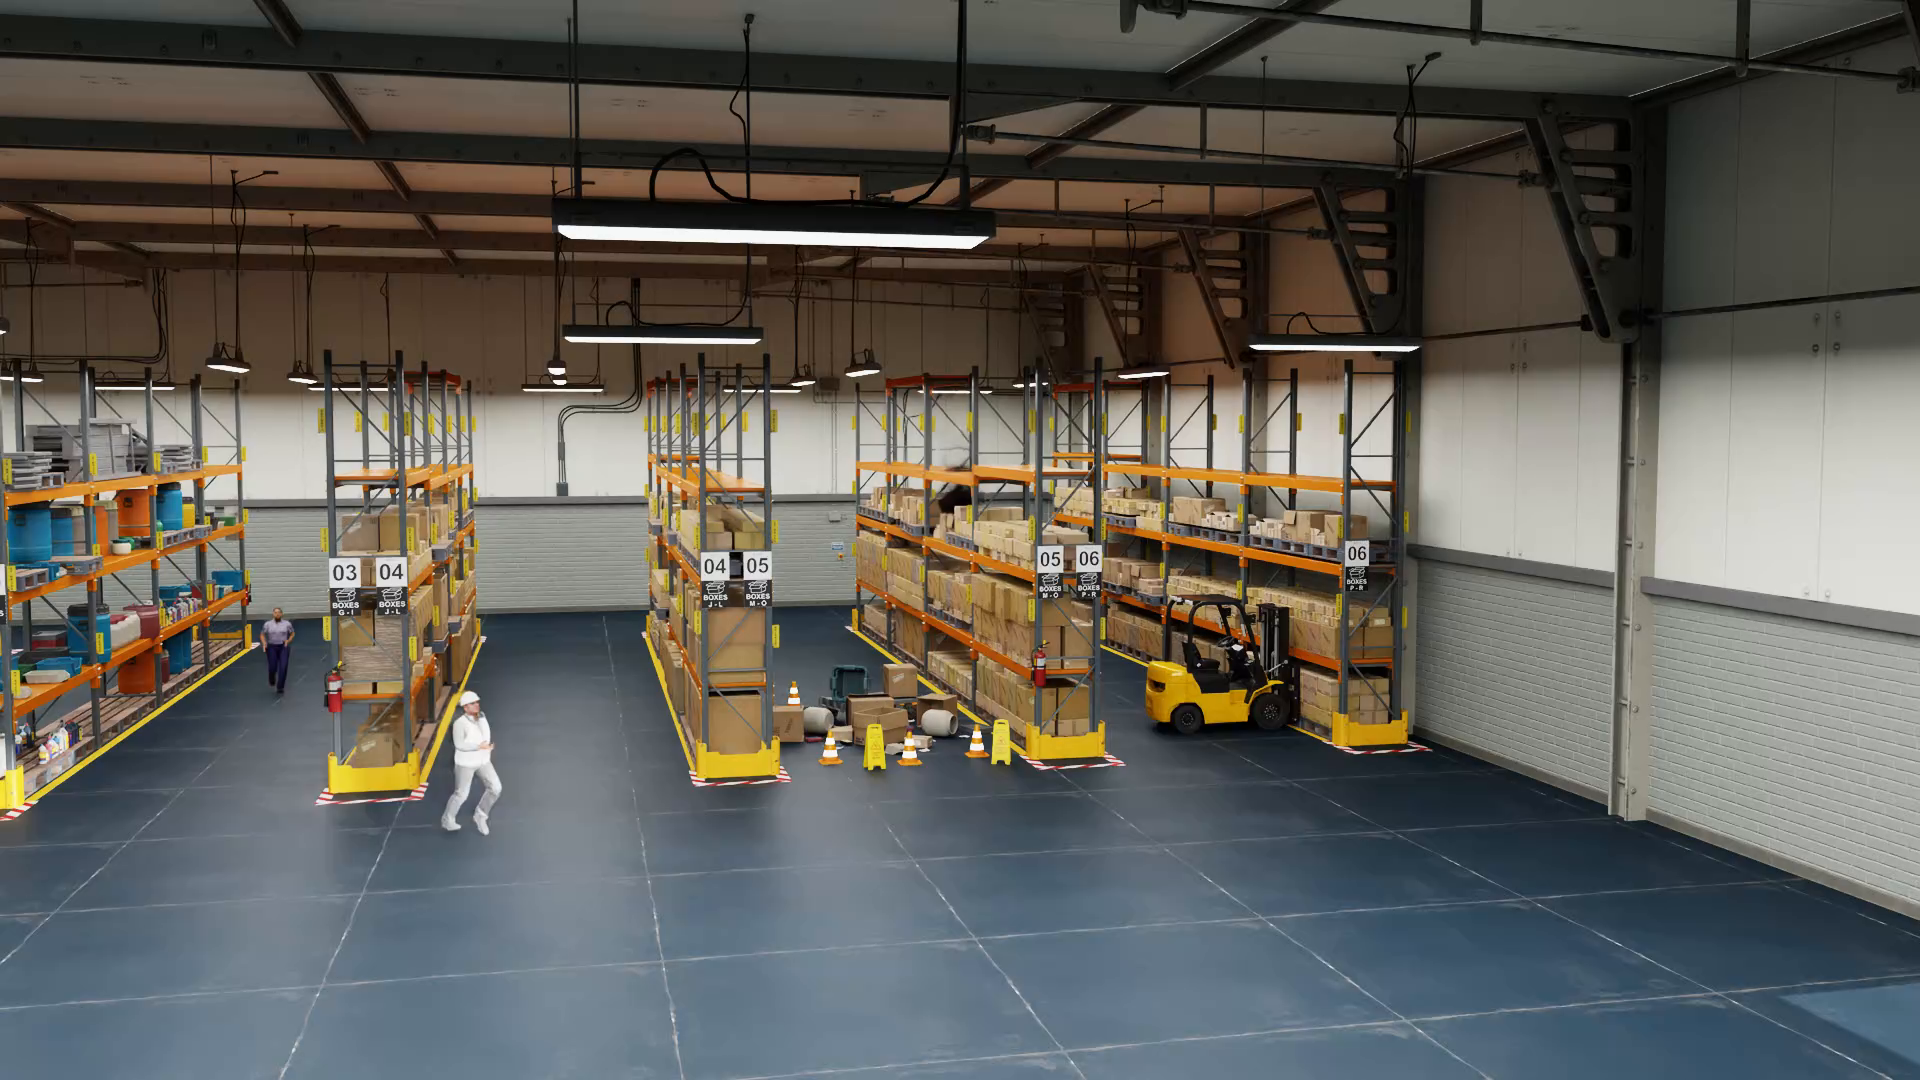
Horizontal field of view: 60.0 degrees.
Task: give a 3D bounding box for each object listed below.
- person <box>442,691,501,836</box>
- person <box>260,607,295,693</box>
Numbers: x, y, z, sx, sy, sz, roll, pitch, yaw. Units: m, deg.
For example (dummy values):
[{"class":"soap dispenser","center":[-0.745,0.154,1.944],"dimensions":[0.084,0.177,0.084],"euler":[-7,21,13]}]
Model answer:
[{"class":"person","center":[-5.912,2.712,20.198],"dimensions":[0.860,1.777,0.660],"euler":[3,5,32]},{"class":"person","center":[-12.708,2.059,31.002],"dimensions":[0.607,1.576,0.544],"euler":[-2,4,-26]}]
